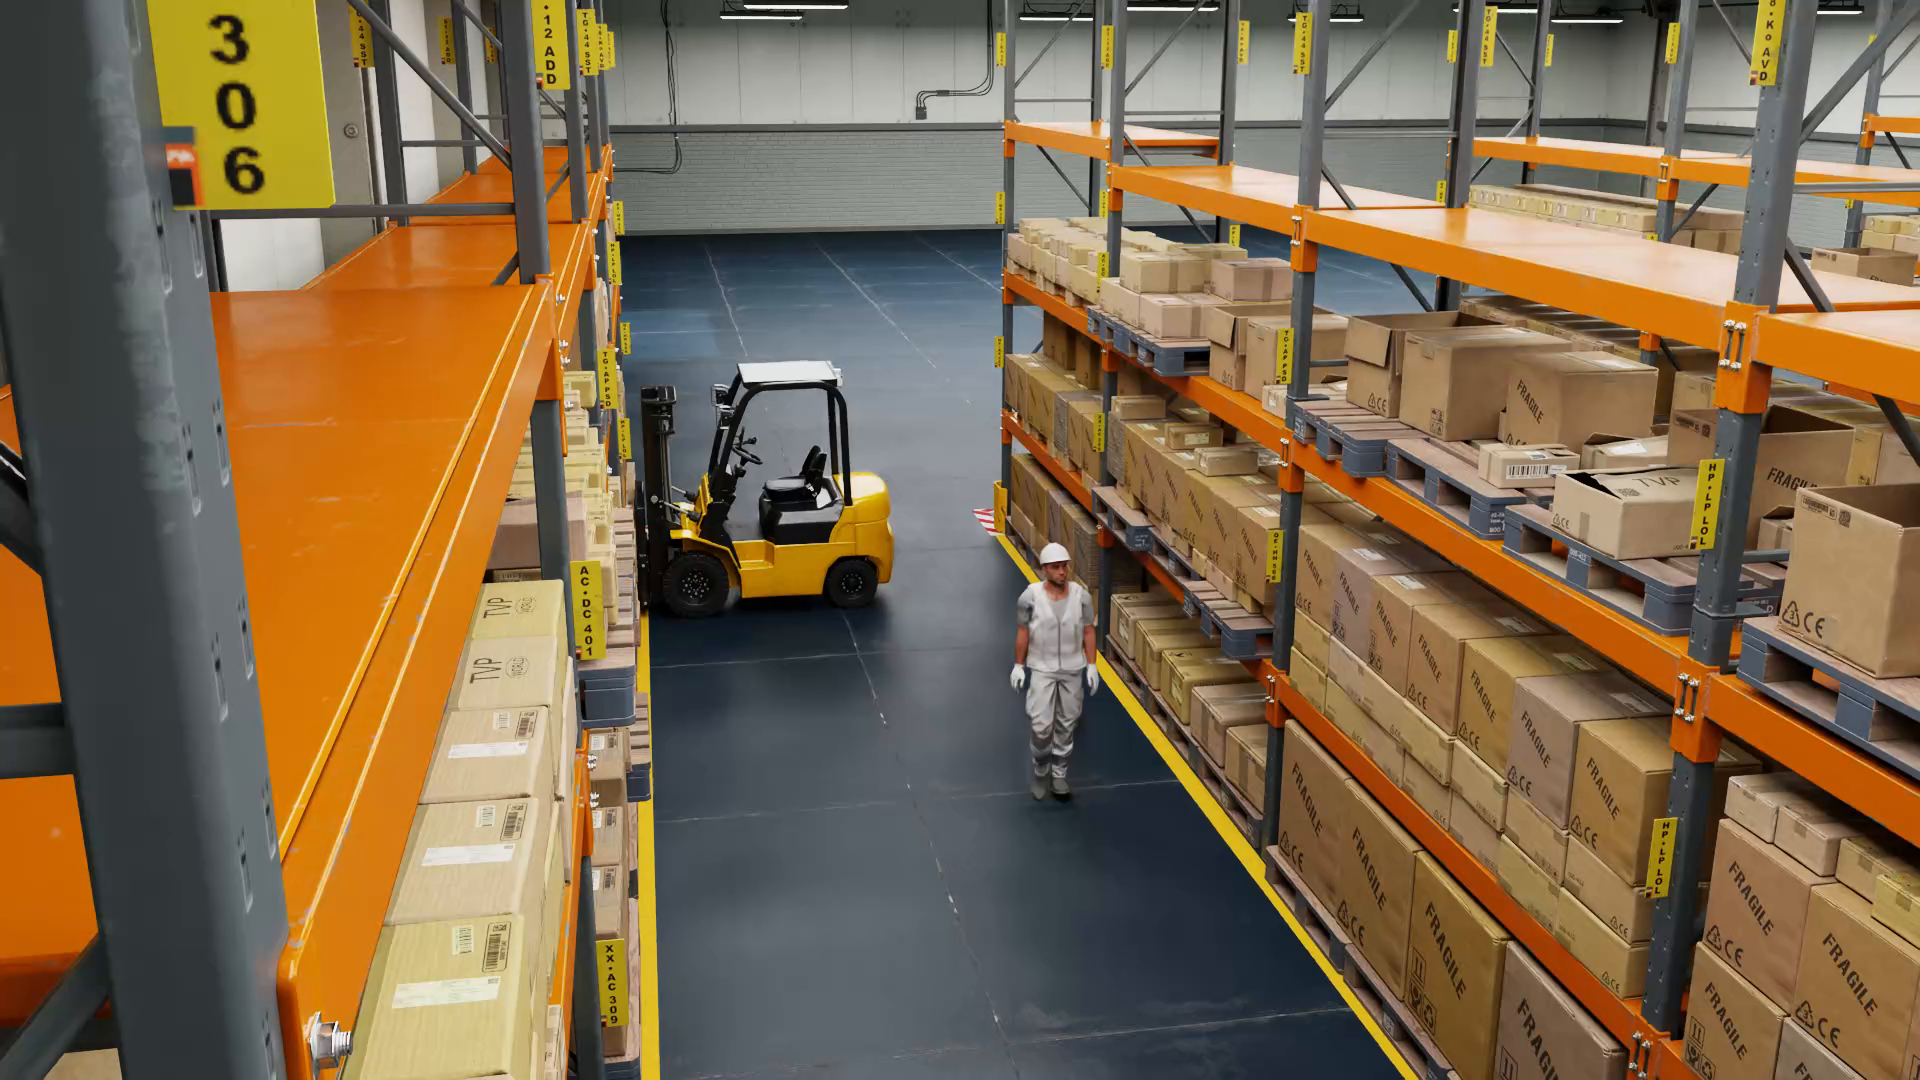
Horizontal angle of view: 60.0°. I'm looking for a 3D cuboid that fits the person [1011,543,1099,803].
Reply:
[{"bbox_3d":[0.656,0.920,11.279,0.585,1.809,0.476,-2,16,-8],"label":"person"}]
